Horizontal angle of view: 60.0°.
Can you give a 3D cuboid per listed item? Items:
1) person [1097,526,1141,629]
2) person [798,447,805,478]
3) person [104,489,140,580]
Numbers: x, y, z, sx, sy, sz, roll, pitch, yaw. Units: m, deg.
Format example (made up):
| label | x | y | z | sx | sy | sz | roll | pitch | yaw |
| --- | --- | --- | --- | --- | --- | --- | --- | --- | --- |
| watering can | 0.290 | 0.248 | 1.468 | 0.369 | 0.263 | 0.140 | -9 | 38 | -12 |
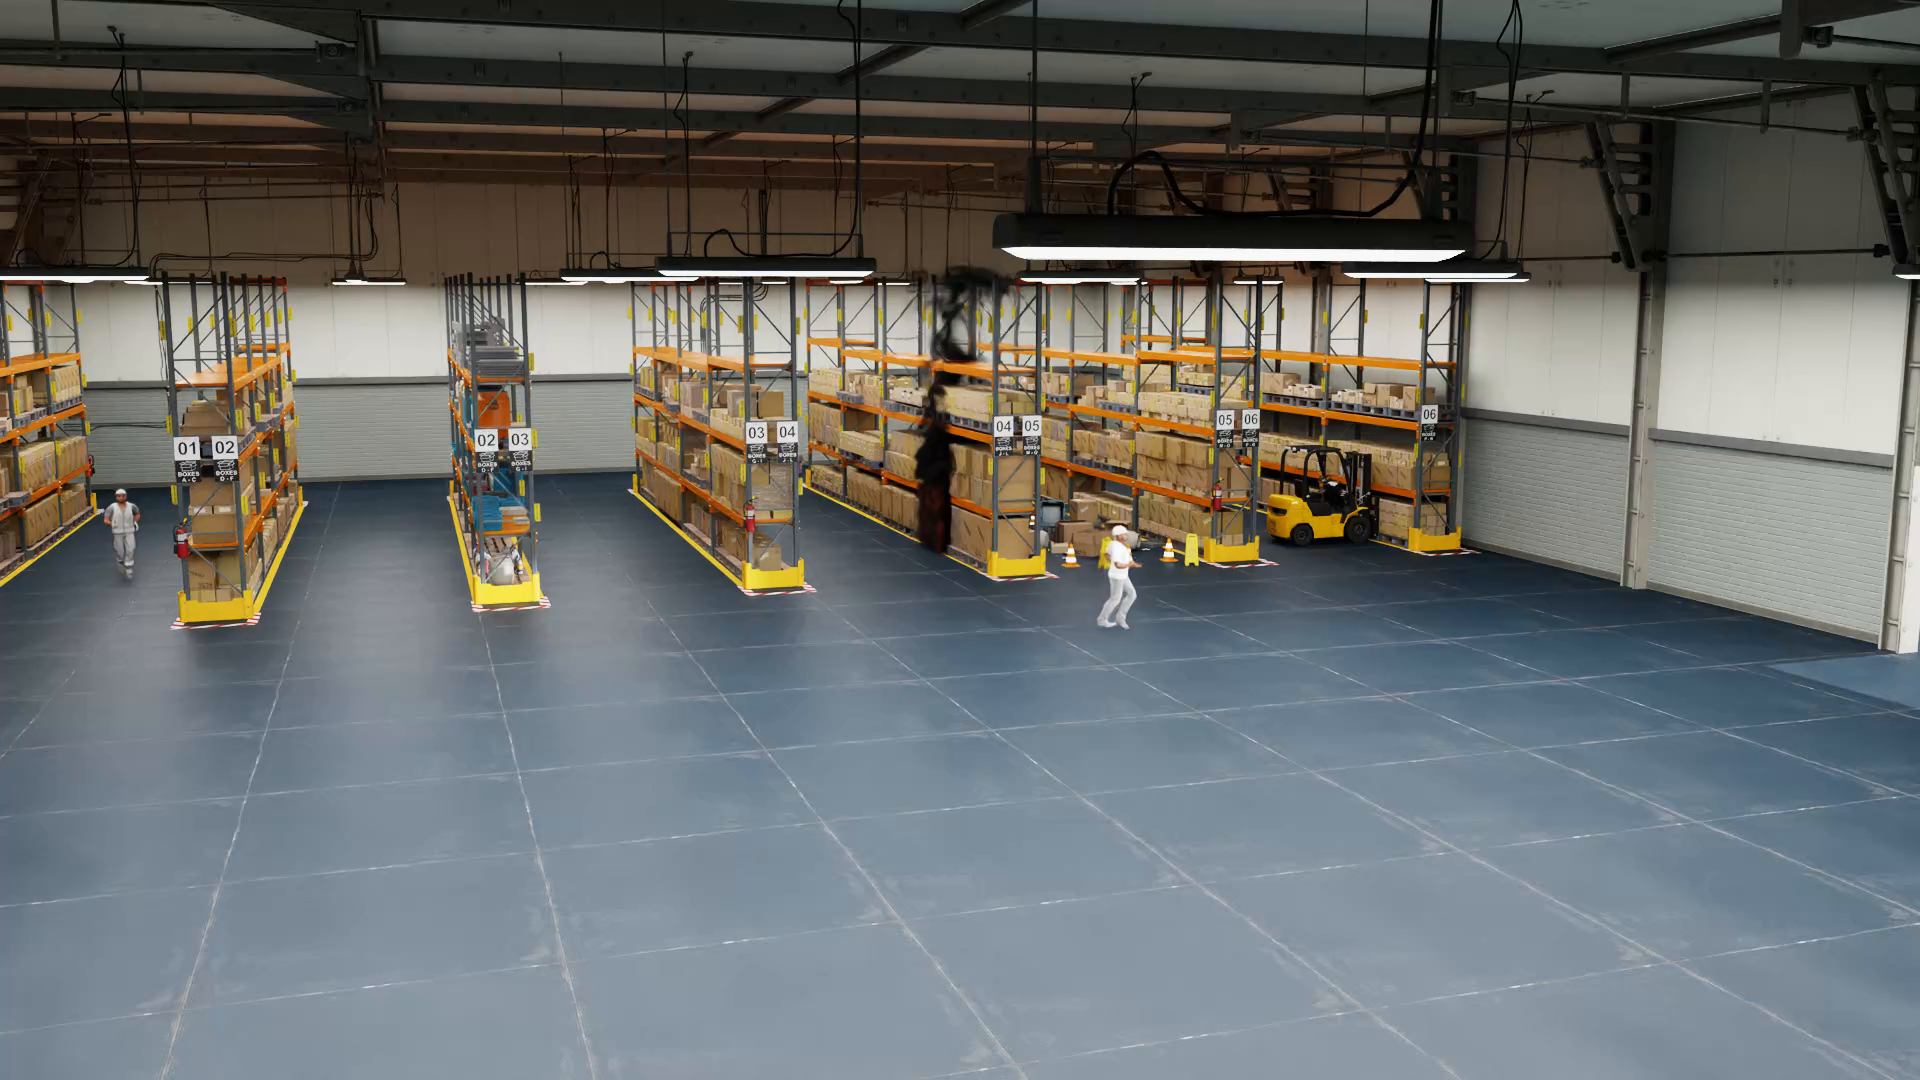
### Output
| label | x | y | z | sx | sy | sz | roll | pitch | yaw |
| --- | --- | --- | --- | --- | --- | --- | --- | --- | --- |
| person | 2.702 | 0.651 | 28.049 | 0.750 | 1.802 | 0.651 | 2 | 9 | 13 |
| person | -4.407 | -1.778 | 44.594 | 0.512 | 1.574 | 0.631 | -3 | 9 | -16 |
| person | -16.518 | -0.132 | 32.850 | 0.661 | 1.767 | 0.935 | -5 | 10 | -32 |
